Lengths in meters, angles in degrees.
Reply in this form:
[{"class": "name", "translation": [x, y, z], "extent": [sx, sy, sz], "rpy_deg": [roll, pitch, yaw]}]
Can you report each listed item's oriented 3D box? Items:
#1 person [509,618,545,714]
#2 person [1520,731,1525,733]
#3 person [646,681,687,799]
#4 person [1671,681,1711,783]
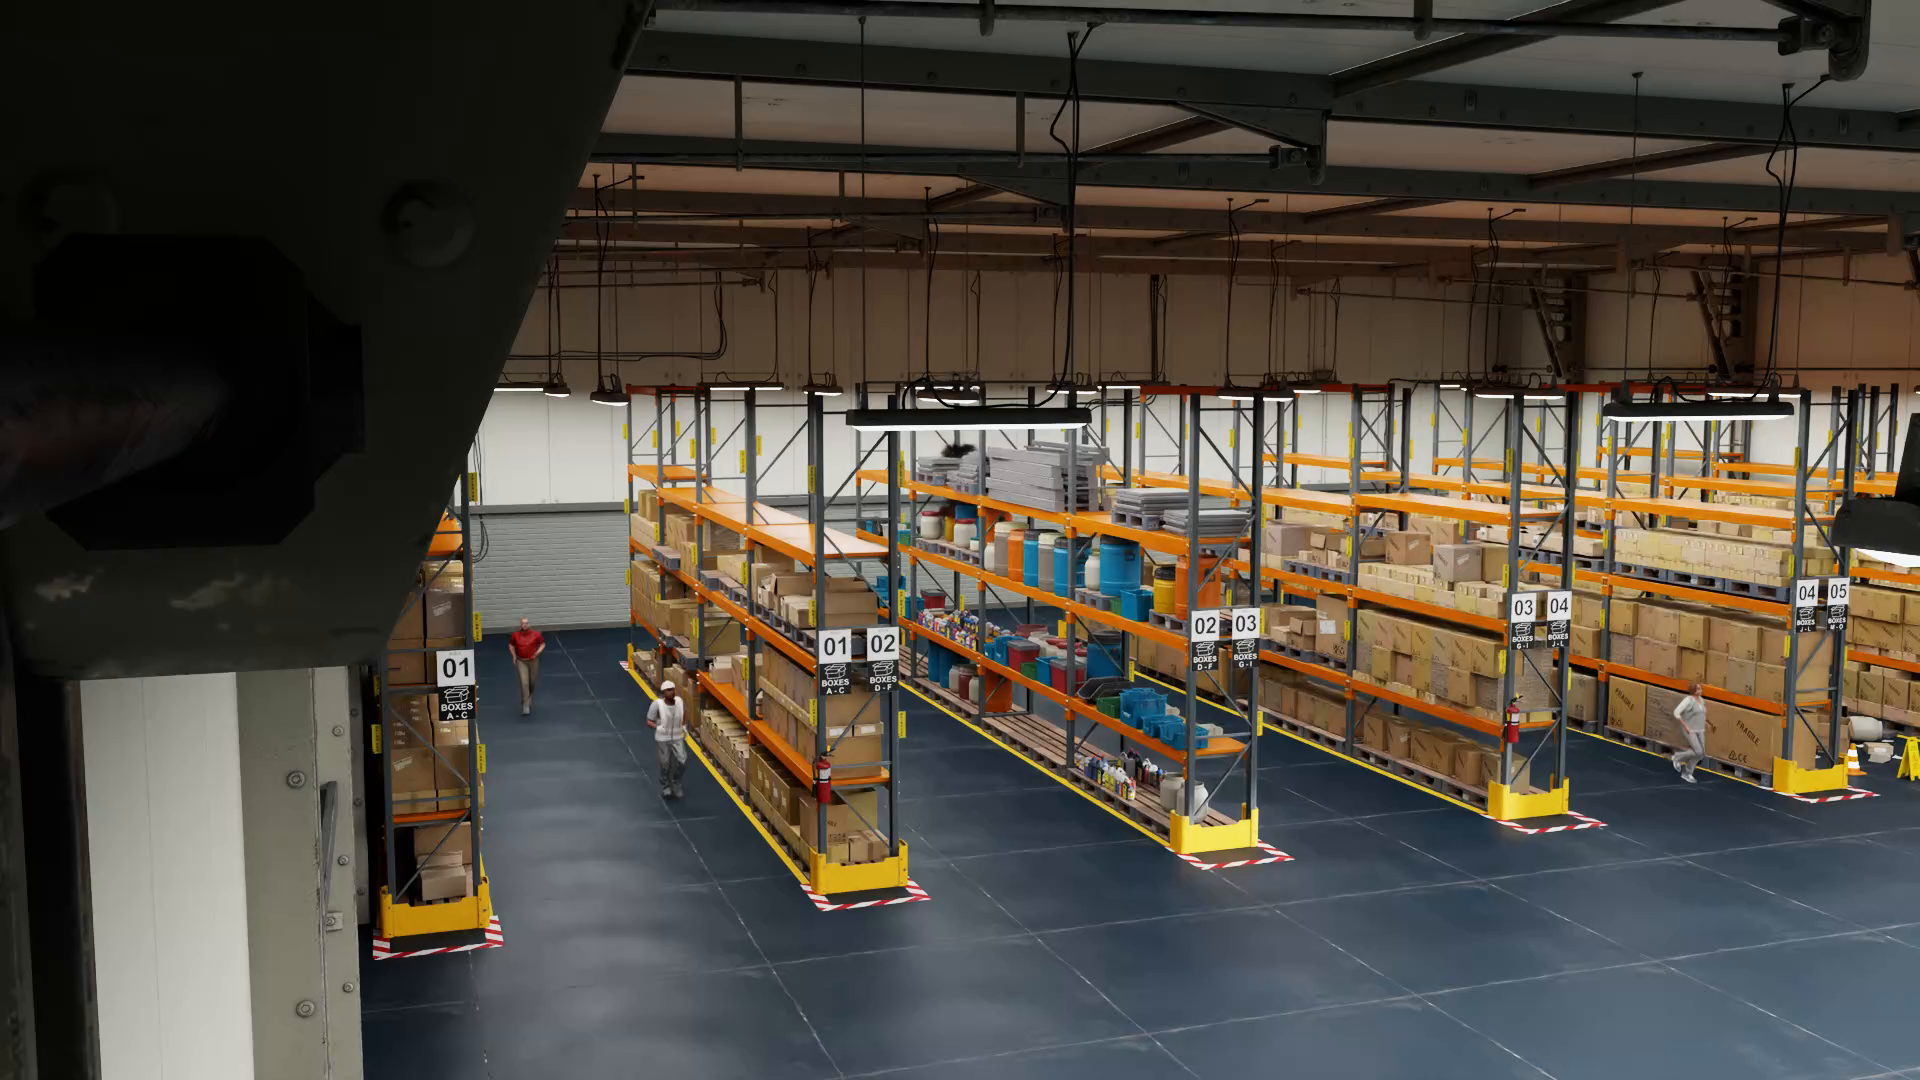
[{"class": "person", "translation": [-7.978, 2.284, 30.692], "extent": [0.653, 1.728, 0.873], "rpy_deg": [-2, 6, -19]}, {"class": "person", "translation": [9.617, 2.492, 29.286], "extent": [0.612, 1.695, 0.992], "rpy_deg": [-2, 6, -18]}, {"class": "person", "translation": [-4.250, 2.941, 24.378], "extent": [0.682, 1.770, 0.651], "rpy_deg": [-3, 7, -27]}, {"class": "person", "translation": [11.230, 2.943, 25.500], "extent": [0.536, 1.566, 0.533], "rpy_deg": [-3, 7, -27]}]
